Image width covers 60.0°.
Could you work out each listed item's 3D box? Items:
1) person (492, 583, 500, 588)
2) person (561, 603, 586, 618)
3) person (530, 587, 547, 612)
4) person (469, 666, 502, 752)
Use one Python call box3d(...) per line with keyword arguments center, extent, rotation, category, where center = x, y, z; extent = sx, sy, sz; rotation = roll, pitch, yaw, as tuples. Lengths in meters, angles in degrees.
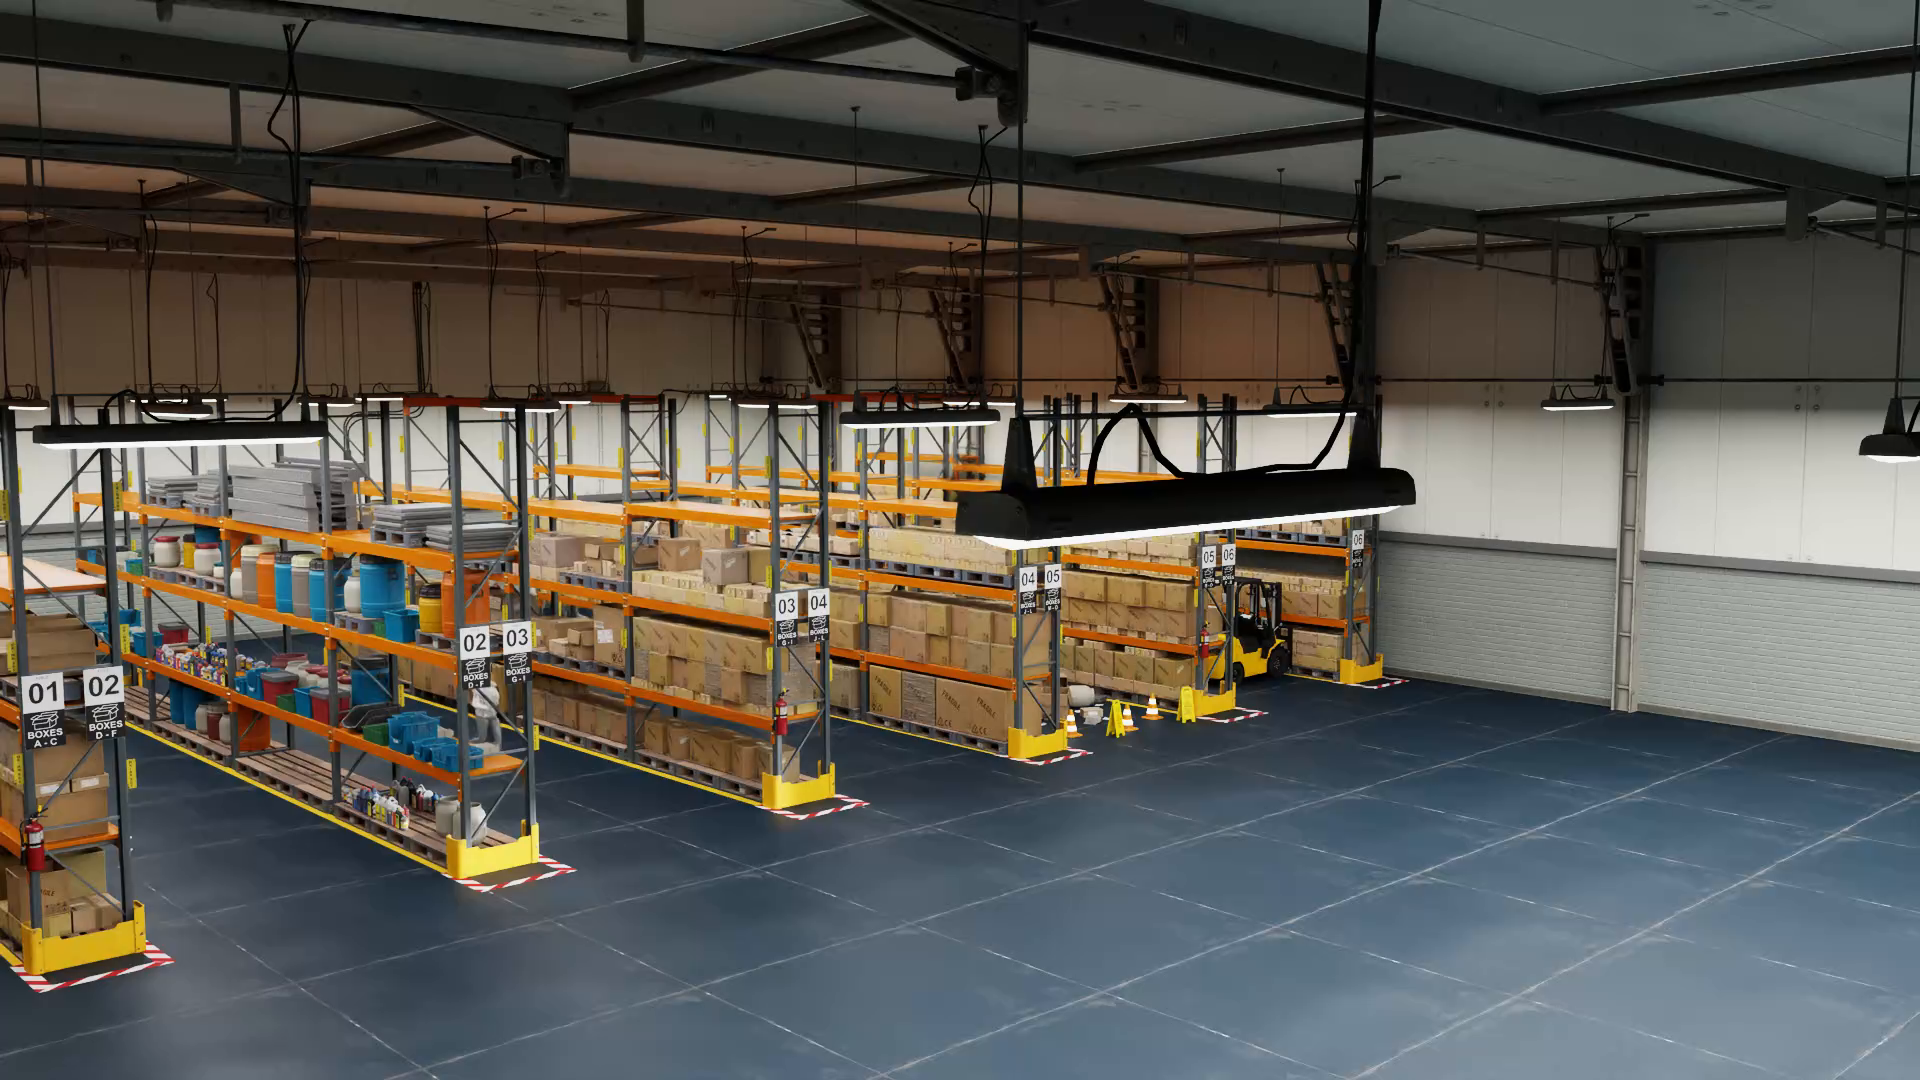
box3d(center=(-10.936, 1.804, 38.953), extent=(0.587, 1.574, 0.668), rotation=(1, 6, 7), category="person")
box3d(center=(-9.643, 1.469, 41.243), extent=(0.712, 1.747, 0.932), rotation=(5, 7, 42), category="person")
box3d(center=(-10.366, 1.529, 40.753), extent=(0.639, 1.779, 0.691), rotation=(3, 6, 27), category="person")
box3d(center=(-7.751, 2.874, 27.129), extent=(0.892, 1.681, 0.600), rotation=(3, 6, 32), category="person")
